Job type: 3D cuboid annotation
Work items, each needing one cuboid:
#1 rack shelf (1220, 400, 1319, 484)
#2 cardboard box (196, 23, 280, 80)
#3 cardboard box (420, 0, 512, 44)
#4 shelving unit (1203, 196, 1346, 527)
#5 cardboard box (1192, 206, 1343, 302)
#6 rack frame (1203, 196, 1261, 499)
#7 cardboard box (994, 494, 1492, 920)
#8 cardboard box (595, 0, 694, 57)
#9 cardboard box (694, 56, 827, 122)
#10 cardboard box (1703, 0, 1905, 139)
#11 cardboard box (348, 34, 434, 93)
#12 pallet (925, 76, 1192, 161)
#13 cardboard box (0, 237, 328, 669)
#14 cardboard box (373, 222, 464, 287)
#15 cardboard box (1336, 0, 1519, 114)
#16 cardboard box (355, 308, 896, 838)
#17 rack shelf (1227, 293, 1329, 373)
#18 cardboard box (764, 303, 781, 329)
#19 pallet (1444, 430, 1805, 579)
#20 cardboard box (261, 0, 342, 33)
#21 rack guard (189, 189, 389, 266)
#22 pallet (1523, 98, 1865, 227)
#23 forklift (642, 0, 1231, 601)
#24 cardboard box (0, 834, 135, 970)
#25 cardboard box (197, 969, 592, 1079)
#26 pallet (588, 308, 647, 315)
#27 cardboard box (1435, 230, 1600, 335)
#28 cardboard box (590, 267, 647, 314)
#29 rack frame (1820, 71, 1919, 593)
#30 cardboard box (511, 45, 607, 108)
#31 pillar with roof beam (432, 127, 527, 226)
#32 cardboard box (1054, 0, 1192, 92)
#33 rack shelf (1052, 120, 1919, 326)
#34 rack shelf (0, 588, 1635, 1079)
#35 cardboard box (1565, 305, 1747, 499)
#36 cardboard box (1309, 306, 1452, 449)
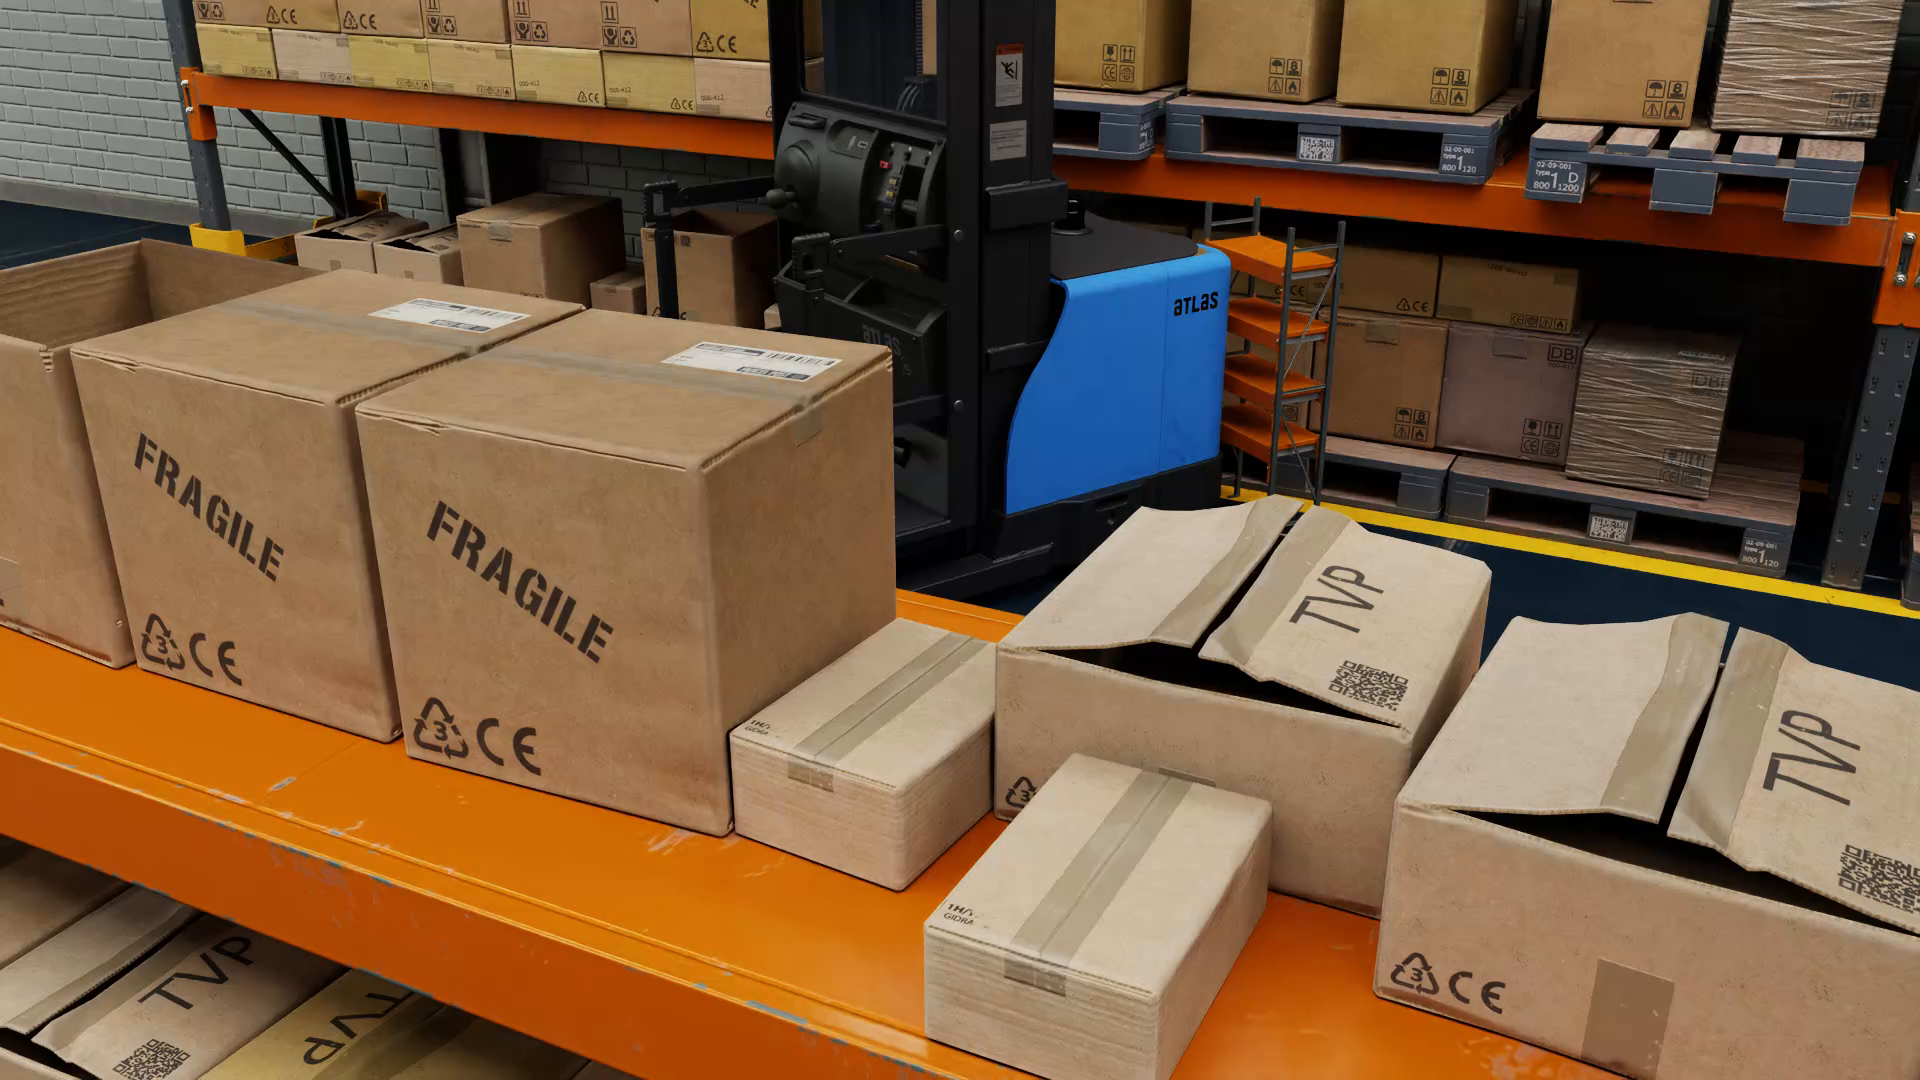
[{"bbox_3d":[1.123,-0.378,6.285,0.258,0.148,0.480,-11,26,-25],"label":"rack shelf"},{"bbox_3d":[-3.530,-2.536,8.547,0.500,0.250,0.500,10,25,23],"label":"cardboard box"},{"bbox_3d":[-2.171,-2.618,7.781,0.500,0.500,0.500,12,26,26],"label":"cardboard box"},{"bbox_3d":[1.123,-0.623,6.181,0.258,1.200,0.503,-11,26,-25],"label":"shelving unit"},{"bbox_3d":[1.272,-1.193,6.896,0.500,0.250,0.500,10,25,23],"label":"cardboard box"},{"bbox_3d":[1.011,-0.708,6.381,0.240,1.200,0.015,-11,26,-25],"label":"rack frame"},{"bbox_3d":[0.374,0.166,2.142,0.500,0.311,0.500,11,25,24],"label":"cardboard box"},{"bbox_3d":[-1.262,-2.434,7.348,0.500,0.500,0.500,11,25,24],"label":"cardboard box"},{"bbox_3d":[-0.812,-2.005,7.297,0.500,0.250,0.500,11,26,25],"label":"cardboard box"},{"bbox_3d":[2.893,-1.709,5.745,0.500,0.500,0.700,8,24,18],"label":"cardboard box"},{"bbox_3d":[-2.608,-2.358,8.127,0.500,0.250,0.500,11,25,24],"label":"cardboard box"},{"bbox_3d":[0.364,-1.813,6.925,1.213,0.211,1.003,11,25,25],"label":"pallet"},{"bbox_3d":[-1.336,-0.168,2.684,0.500,0.500,0.500,13,26,28],"label":"cardboard box"},{"bbox_3d":[-2.737,-1.504,8.827,0.500,0.311,0.500,14,27,29],"label":"cardboard box"},{"bbox_3d":[1.771,-1.921,6.244,0.500,0.500,0.700,11,25,25],"label":"cardboard box"},{"bbox_3d":[-0.420,0.014,2.257,0.500,0.500,0.500,10,25,22],"label":"cardboard box"},{"bbox_3d":[1.123,-0.767,6.120,0.258,0.148,0.480,-11,26,-25],"label":"rack shelf"},{"bbox_3d":[-0.744,-1.070,7.990,0.250,0.166,0.380,8,24,18],"label":"cardboard box"},{"bbox_3d":[2.620,-0.236,6.535,1.213,0.211,1.003,11,25,25],"label":"pallet"},{"bbox_3d":[-3.095,-2.798,8.205,0.500,0.500,0.500,11,26,25],"label":"cardboard box"},{"bbox_3d":[-3.755,-1.629,9.443,0.348,0.500,1.175,11,25,25],"label":"rack guard"},{"bbox_3d":[2.633,-1.381,5.909,1.003,0.211,1.213,11,25,25],"label":"pallet"},{"bbox_3d":[-0.509,-1.207,5.342,3.031,2.935,1.130,-16,28,-32],"label":"forklift"},{"bbox_3d":[-1.784,0.708,3.012,0.500,0.311,0.500,11,25,24],"label":"cardboard box"},{"bbox_3d":[-0.856,0.889,2.587,0.500,0.311,0.500,12,26,26],"label":"cardboard box"},{"bbox_3d":[-1.961,-1.125,8.625,1.213,0.211,1.003,11,25,25],"label":"pallet"},{"bbox_3d":[2.170,-1.009,6.464,0.500,0.250,0.500,12,26,26],"label":"cardboard box"},{"bbox_3d":[-1.671,-1.267,8.477,0.250,0.149,0.380,9,25,20],"label":"cardboard box"},{"bbox_3d":[3.317,-1.381,5.663,0.127,3.000,1.000,11,25,25],"label":"rack frame"},{"bbox_3d":[-1.709,-2.179,7.707,0.500,0.250,0.500,11,25,24],"label":"cardboard box"},{"bbox_3d":[-4.750,-4.229,4.695,0.400,9.000,9.100,11,25,25],"label":"pillar with roof beam"},{"bbox_3d":[0.682,-2.132,6.741,0.500,0.500,0.700,14,27,30],"label":"cardboard box"},{"bbox_3d":[1.532,-1.403,6.635,4.000,0.370,1.077,11,25,25],"label":"rack shelf"},{"bbox_3d":[-0.700,0.328,2.565,4.000,0.370,1.077,11,25,25],"label":"rack shelf"},{"bbox_3d":[2.651,-0.542,6.323,0.500,0.500,0.700,12,26,25],"label":"cardboard box"},{"bbox_3d":[1.787,-0.751,6.815,0.500,0.500,0.700,11,25,24],"label":"cardboard box"}]
